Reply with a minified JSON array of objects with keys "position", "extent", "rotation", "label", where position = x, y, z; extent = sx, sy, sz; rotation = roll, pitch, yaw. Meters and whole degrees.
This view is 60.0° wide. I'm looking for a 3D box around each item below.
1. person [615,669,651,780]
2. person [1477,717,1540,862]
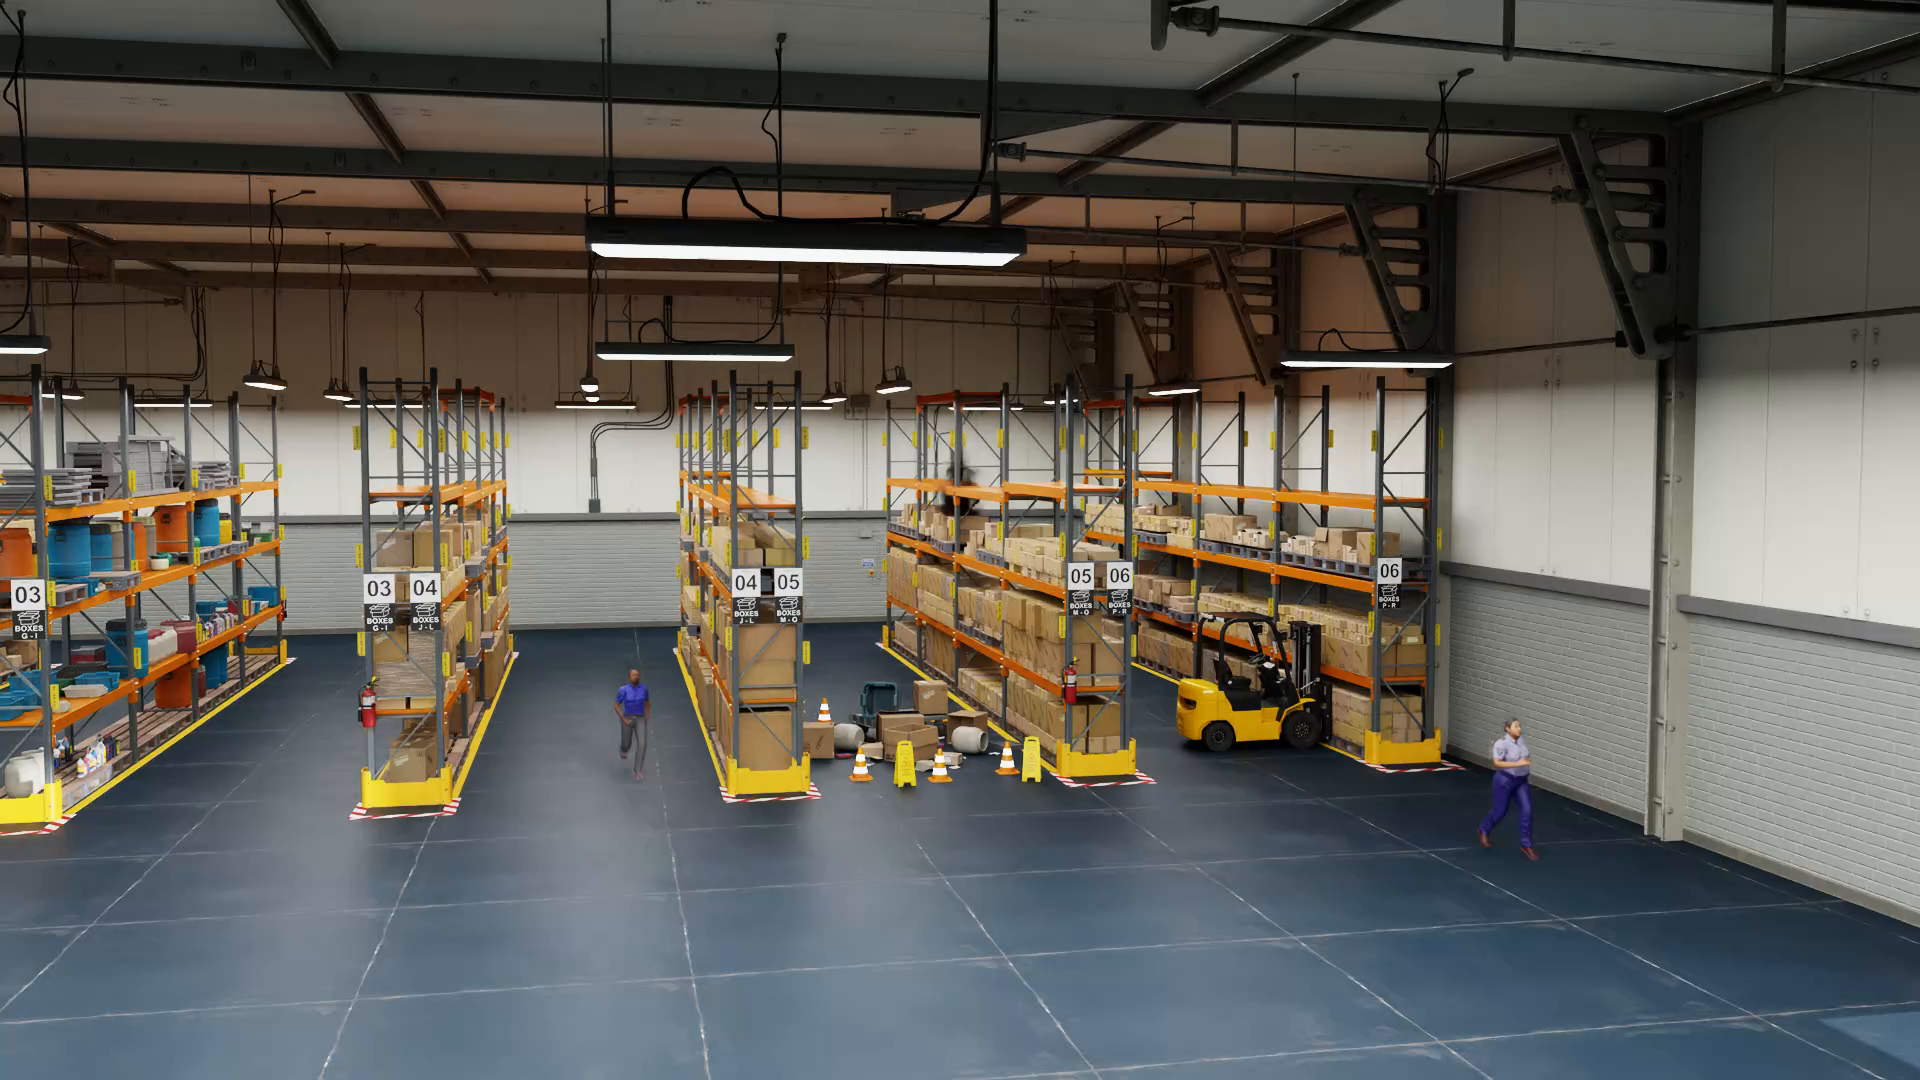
[{"position":[-4.891,2.737,24.930],"extent":[0.568,1.632,0.856],"rotation":[-1,4,-22],"label":"person"},{"position":[6.634,2.974,20.097],"extent":[0.624,1.664,0.874],"rotation":[-2,4,-25],"label":"person"}]
